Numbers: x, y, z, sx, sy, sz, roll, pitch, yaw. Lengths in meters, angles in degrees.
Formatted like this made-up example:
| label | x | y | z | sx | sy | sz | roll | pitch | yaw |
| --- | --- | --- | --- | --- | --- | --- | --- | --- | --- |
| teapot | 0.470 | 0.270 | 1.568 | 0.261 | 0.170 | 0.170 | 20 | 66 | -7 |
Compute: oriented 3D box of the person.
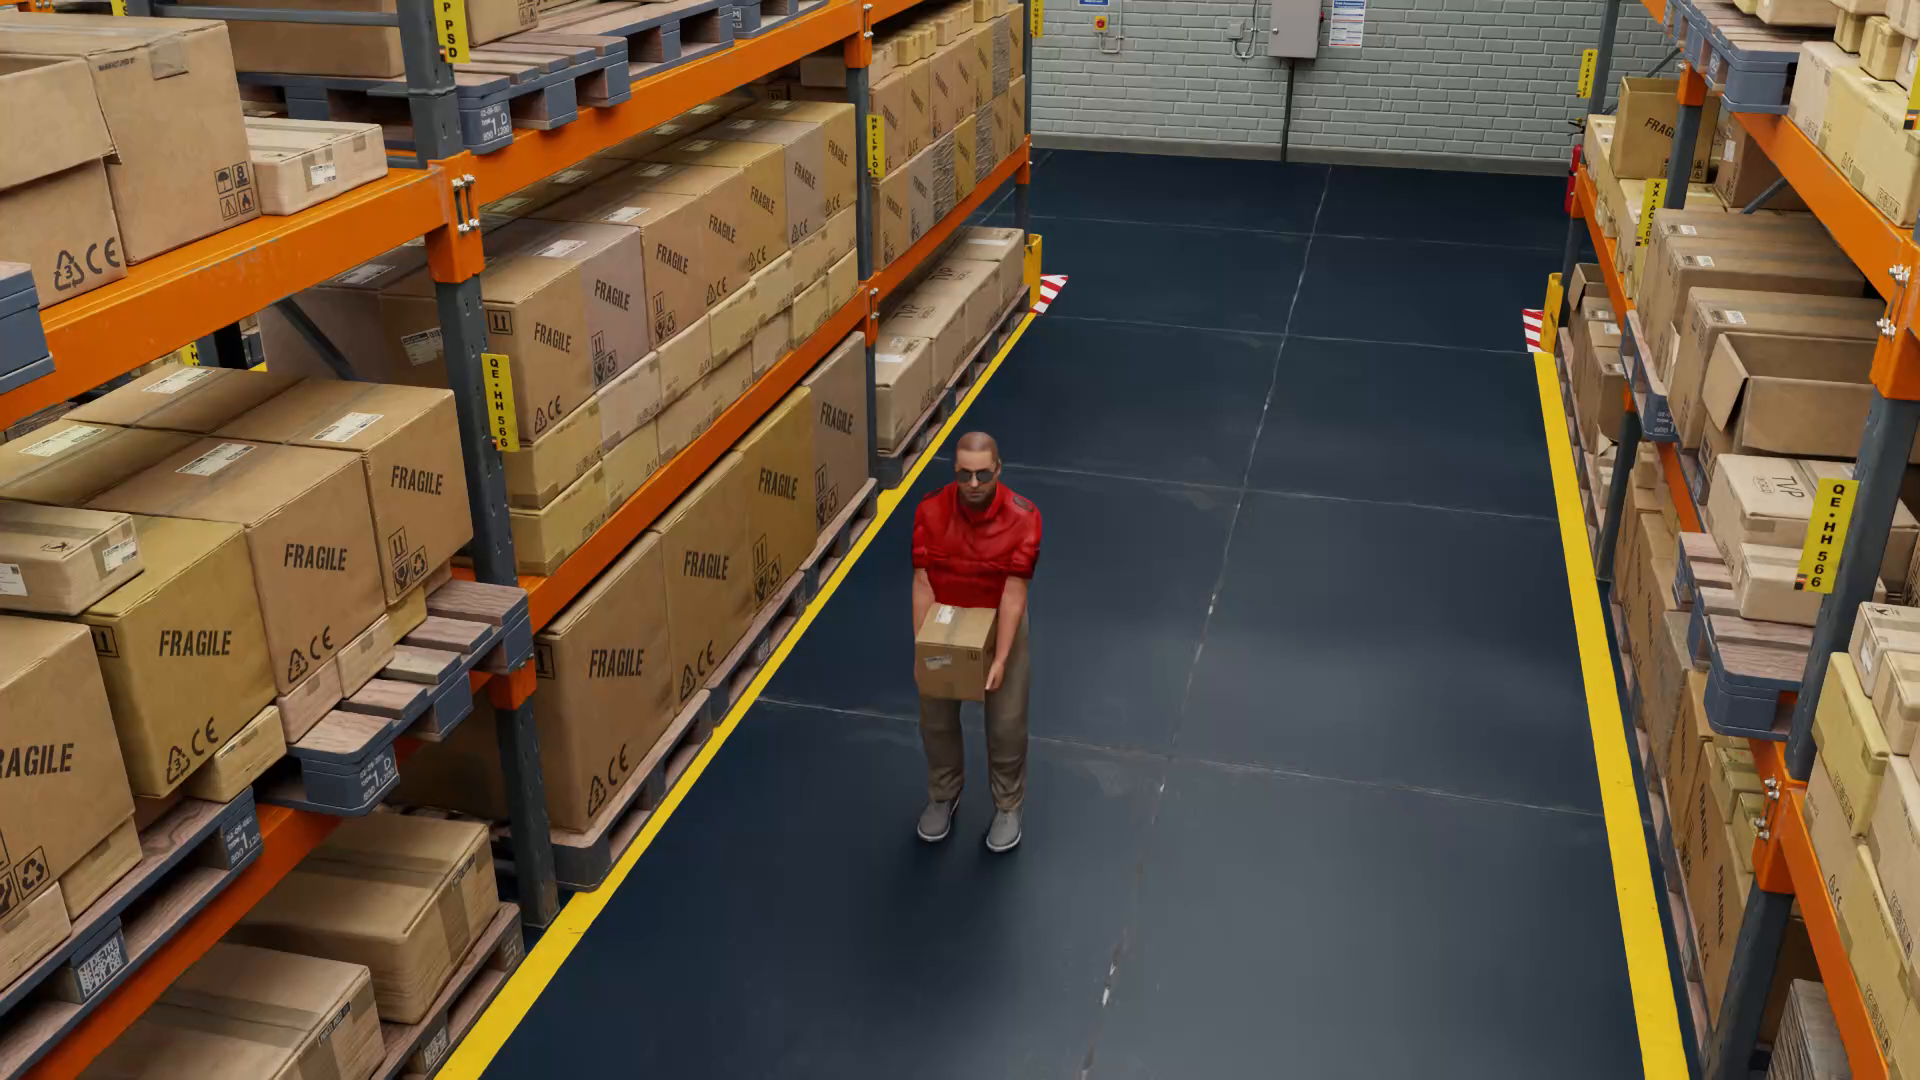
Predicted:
| label | x | y | z | sx | sy | sz | roll | pitch | yaw |
| --- | --- | --- | --- | --- | --- | --- | --- | --- | --- |
| person | 0.053 | 0.403 | 6.290 | 0.486 | 1.721 | 0.562 | 6 | 26 | 12 |
